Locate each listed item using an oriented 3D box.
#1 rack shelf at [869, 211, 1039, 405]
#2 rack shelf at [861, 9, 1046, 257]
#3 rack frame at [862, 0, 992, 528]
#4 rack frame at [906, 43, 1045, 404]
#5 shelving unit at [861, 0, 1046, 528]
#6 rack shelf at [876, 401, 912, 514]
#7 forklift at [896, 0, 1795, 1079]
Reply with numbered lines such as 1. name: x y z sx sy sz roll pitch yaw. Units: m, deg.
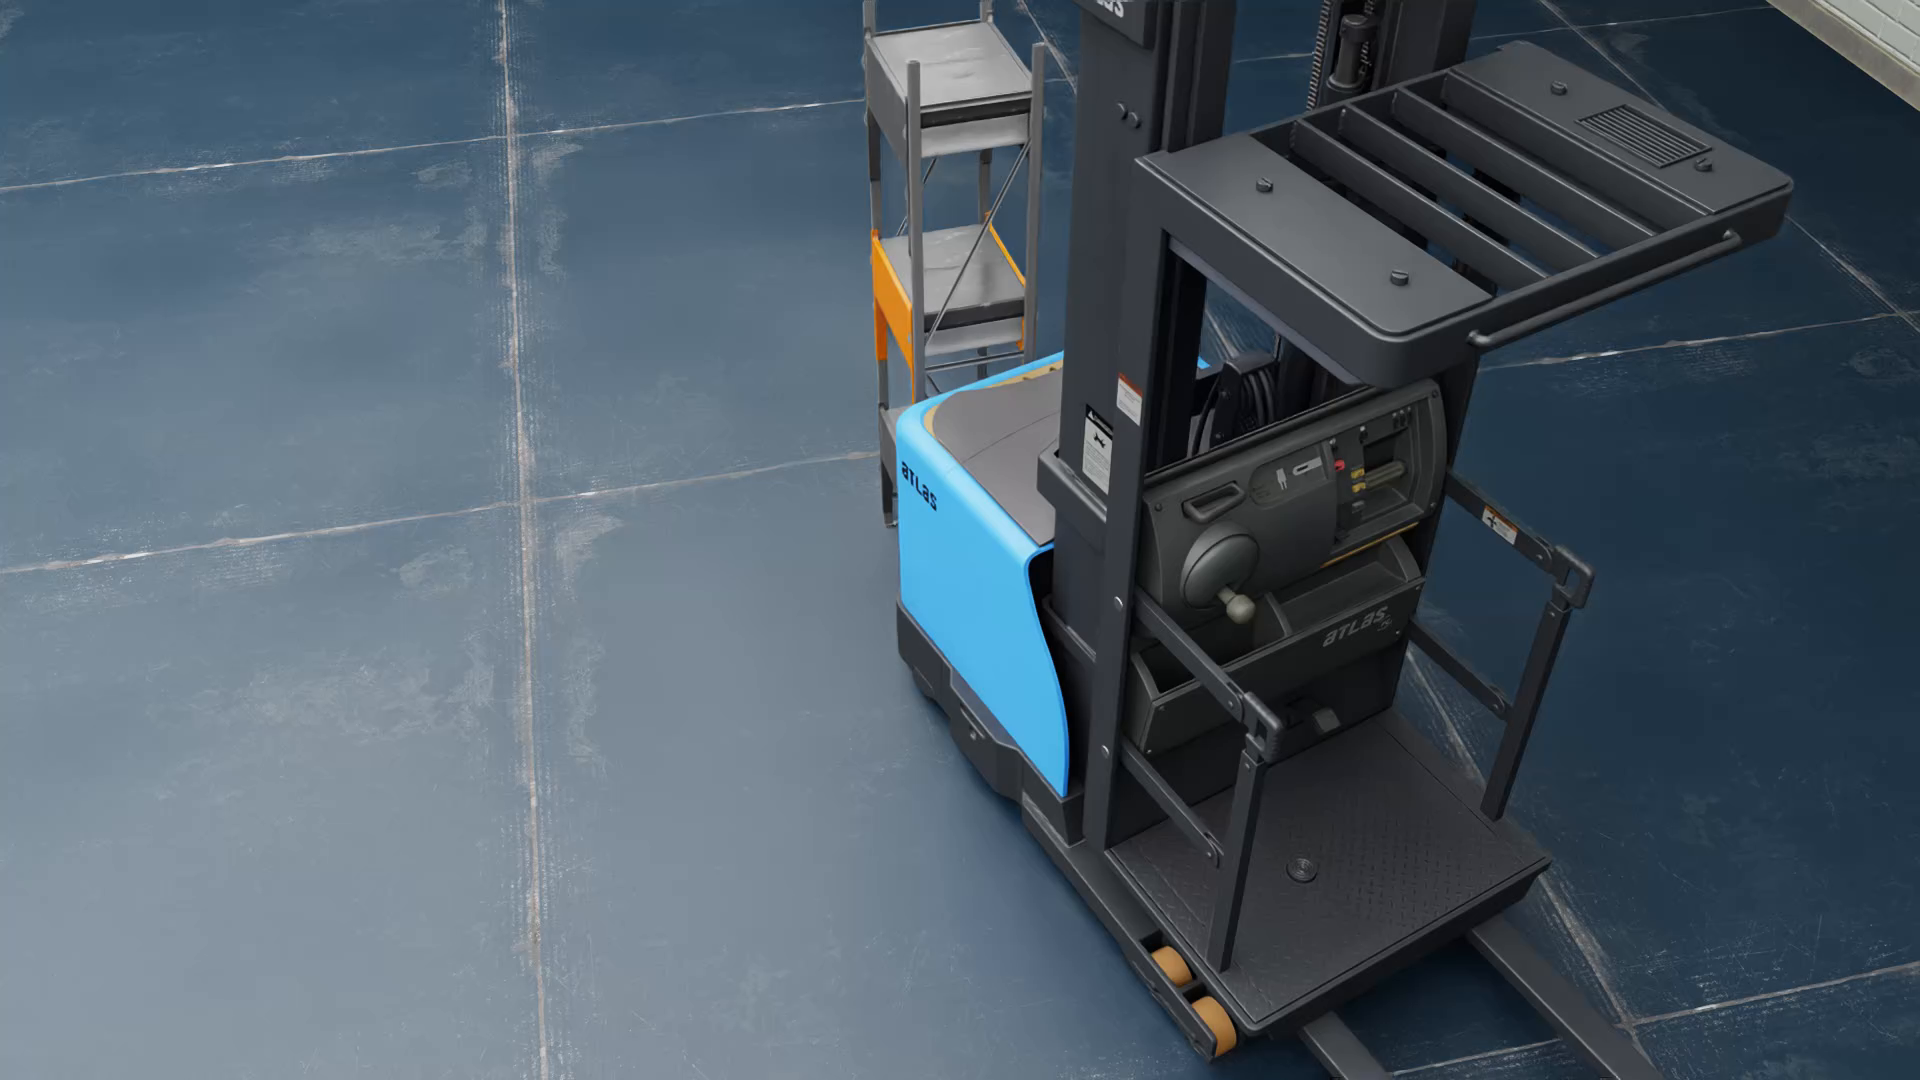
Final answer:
1. rack shelf: -0.025 -0.709 5.488 0.431 0.518 0.480 -11 43 -13
2. rack shelf: -0.025 -1.233 5.023 0.431 0.518 0.480 -11 43 -13
3. rack frame: -0.096 -0.875 5.654 0.400 2.100 0.015 -11 43 -13
4. rack frame: 0.046 -0.565 5.304 0.400 2.100 0.015 -11 43 -13
5. shelving unit: -0.025 -0.720 5.479 0.431 2.100 0.503 -11 43 -13
6. rack shelf: -0.025 -0.186 5.953 0.431 0.518 0.480 -11 43 -13
7. forklift: 0.975 -0.016 4.060 1.130 2.935 3.031 -22 46 -23
